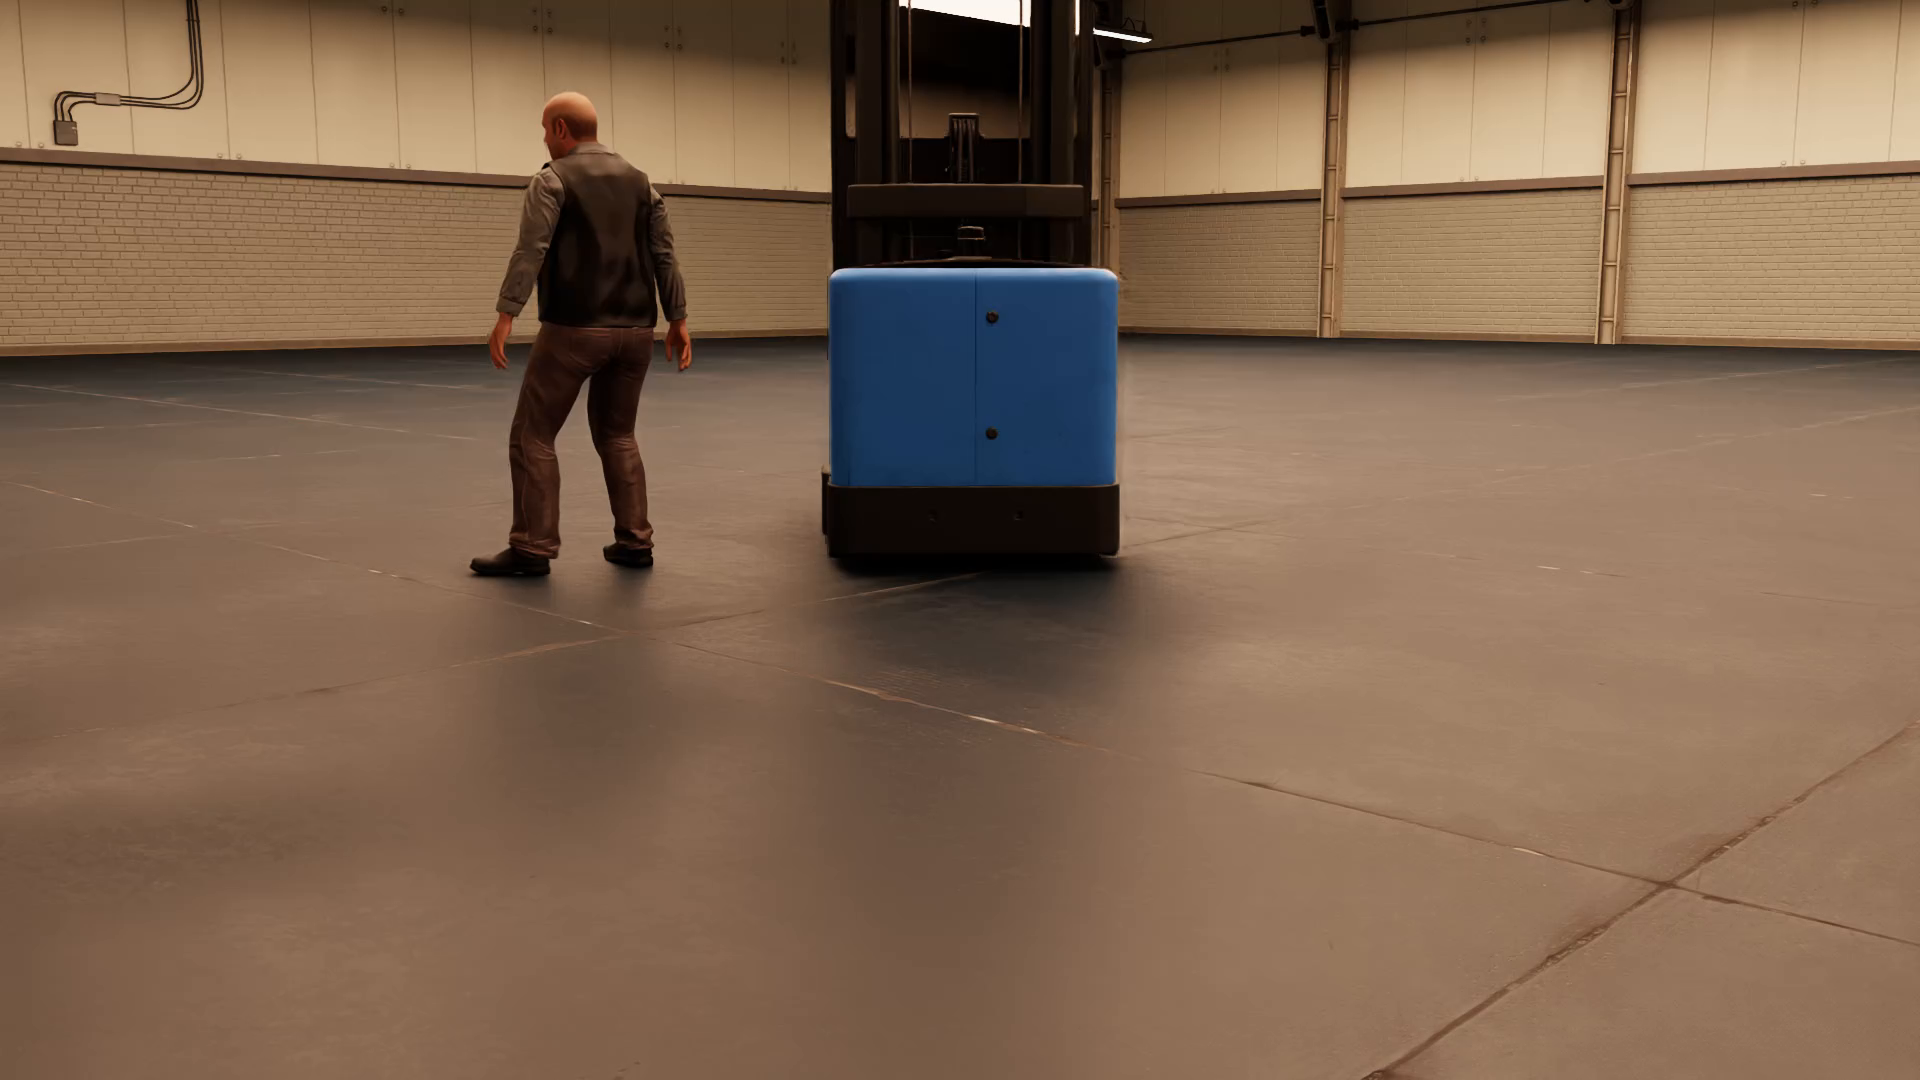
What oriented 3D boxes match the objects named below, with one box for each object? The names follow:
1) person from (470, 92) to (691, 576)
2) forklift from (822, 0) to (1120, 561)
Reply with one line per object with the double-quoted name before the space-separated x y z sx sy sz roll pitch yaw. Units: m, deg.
"person" -1.344 -0.743 5.971 0.390 1.695 0.813 8 12 42
"forklift" -0.002 -1.555 7.198 1.130 2.935 3.031 0 9 -2
